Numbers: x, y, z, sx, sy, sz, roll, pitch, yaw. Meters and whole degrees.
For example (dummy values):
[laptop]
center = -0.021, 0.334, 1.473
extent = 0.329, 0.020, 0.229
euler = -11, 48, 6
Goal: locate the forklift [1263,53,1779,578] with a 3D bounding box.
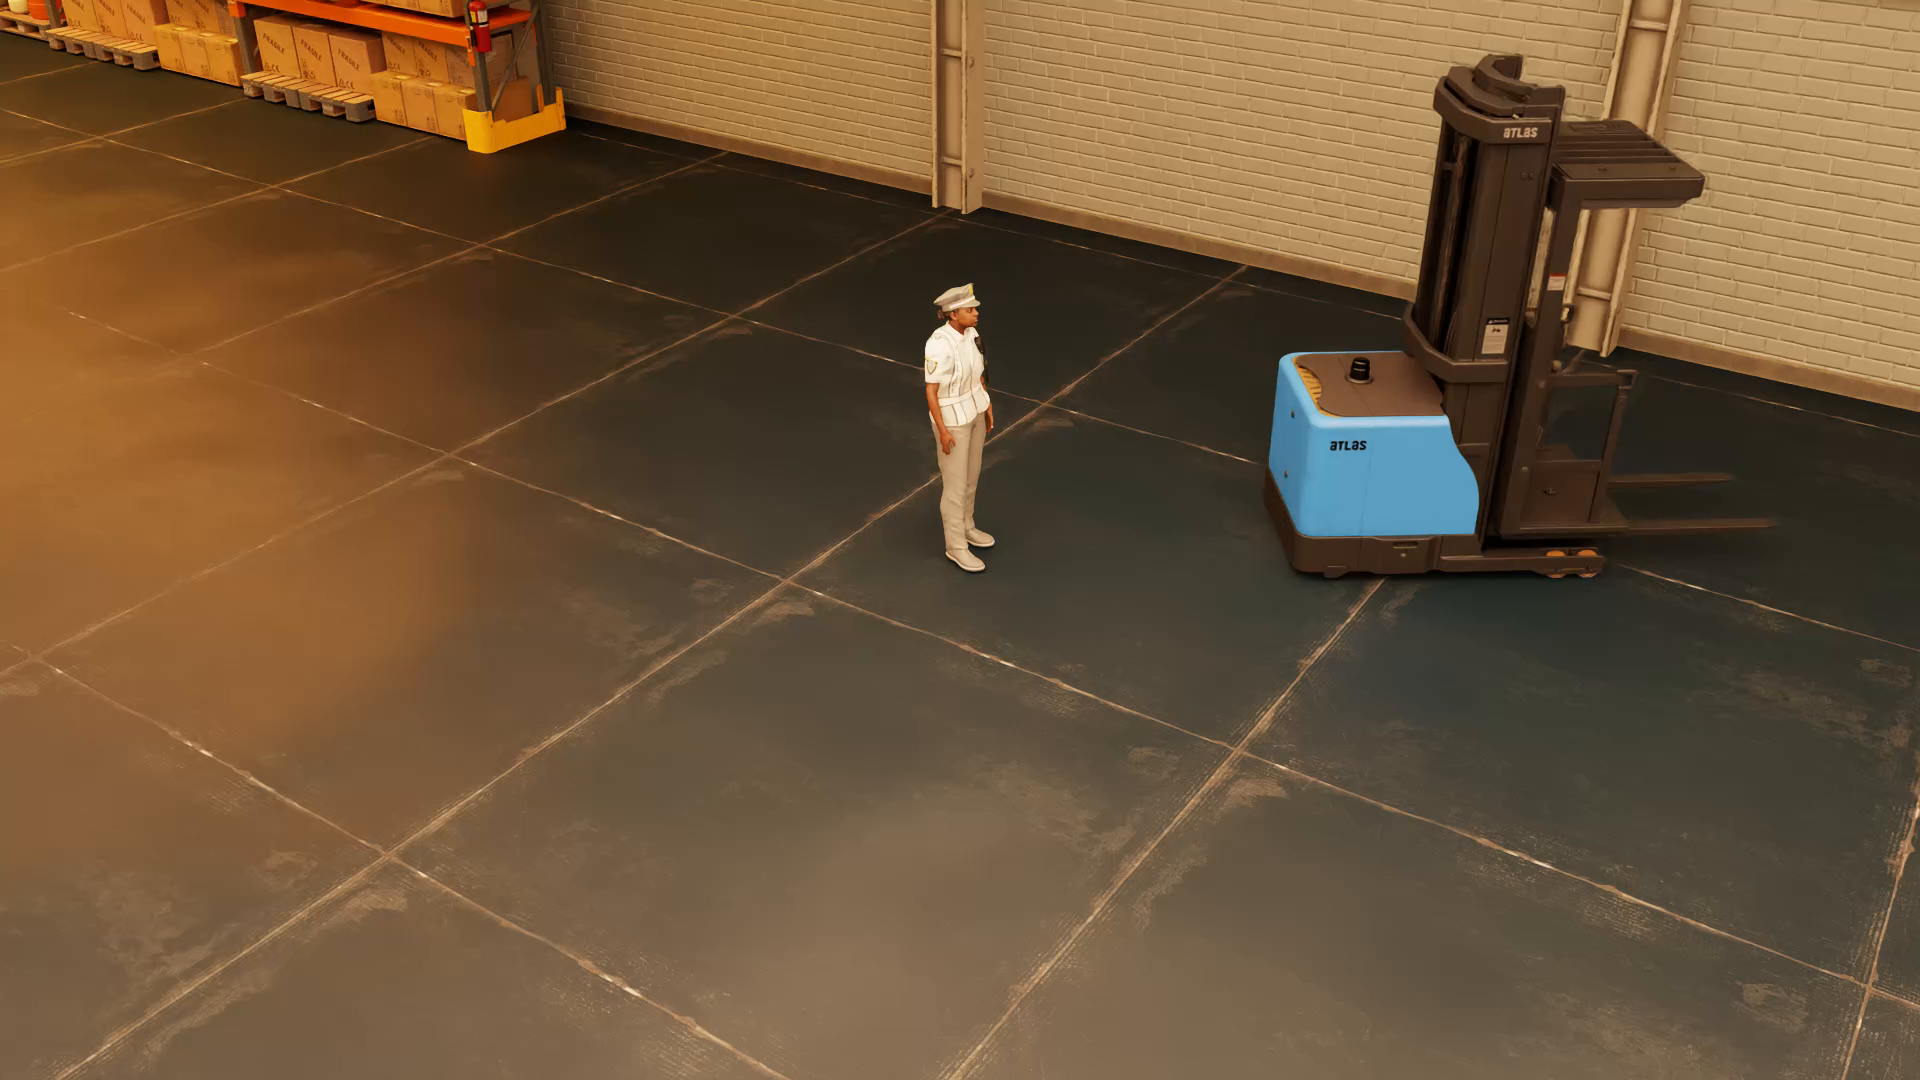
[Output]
[forklift]
center = 3.506, -1.301, 9.822
extent = 3.031, 2.935, 1.130
euler = -1, 30, -2

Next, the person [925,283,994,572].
[person]
center = 0.051, -0.710, 10.020
extent = 0.530, 1.695, 0.569
euler = 19, 35, 29
